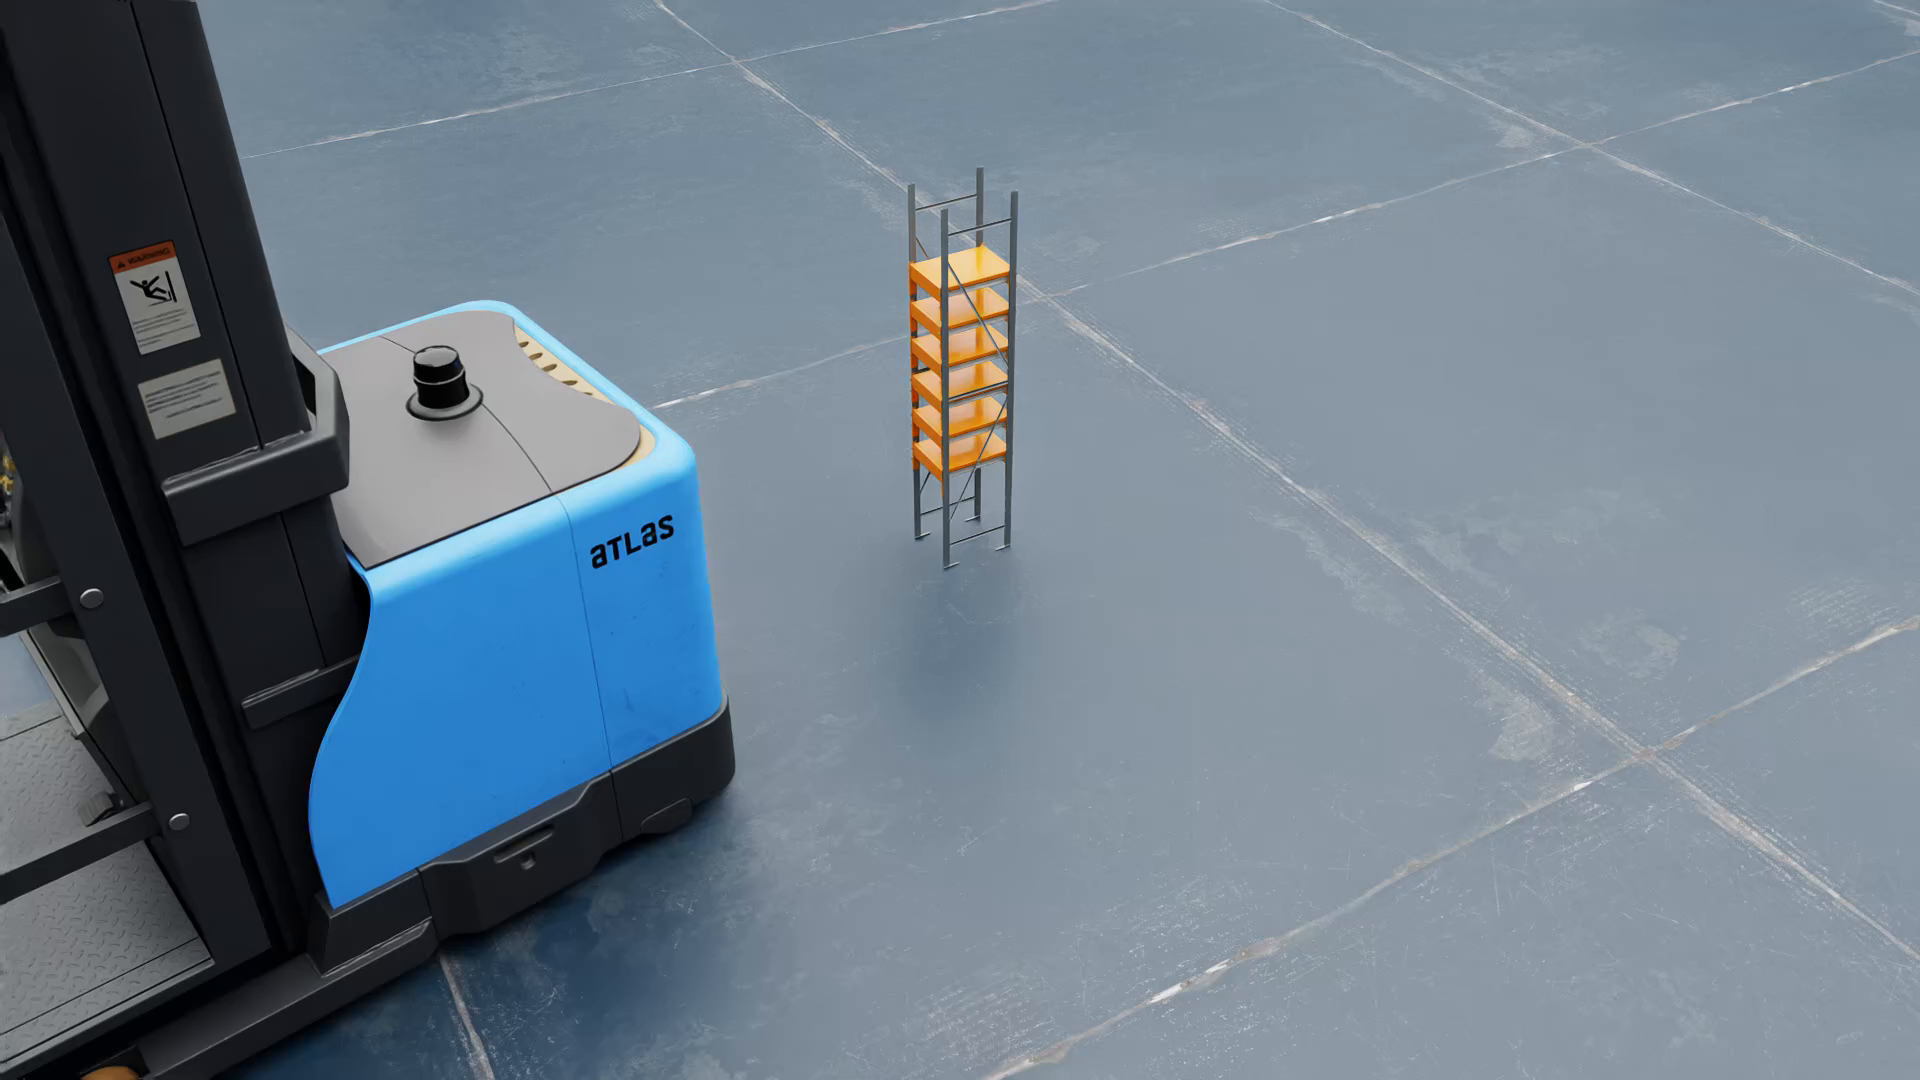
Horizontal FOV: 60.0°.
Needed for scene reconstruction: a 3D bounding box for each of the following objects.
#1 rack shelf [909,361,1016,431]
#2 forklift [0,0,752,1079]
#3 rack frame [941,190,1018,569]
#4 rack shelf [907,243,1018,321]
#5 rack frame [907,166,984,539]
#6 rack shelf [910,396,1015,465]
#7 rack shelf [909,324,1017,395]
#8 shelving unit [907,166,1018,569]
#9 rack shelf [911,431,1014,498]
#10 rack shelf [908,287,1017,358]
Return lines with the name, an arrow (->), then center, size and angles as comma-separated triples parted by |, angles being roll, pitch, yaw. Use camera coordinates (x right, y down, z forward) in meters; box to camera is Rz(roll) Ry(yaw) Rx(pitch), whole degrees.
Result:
rack shelf -> 0.007, -0.441, 4.912 | 0.258, 0.103, 0.180 | -19, 40, -24
forklift -> -2.001, -0.207, 3.049 | 3.031, 2.935, 1.130 | -26, 43, -31
rack frame -> 0.053, -0.430, 4.822 | 0.240, 1.200, 0.006 | -19, 40, -24
rack shelf -> 0.007, -0.732, 4.700 | 0.258, 0.103, 0.180 | -19, 40, -24
rack frame -> -0.039, -0.524, 4.950 | 0.240, 1.200, 0.006 | -19, 40, -24
rack shelf -> 0.007, -0.344, 4.983 | 0.258, 0.103, 0.180 | -19, 40, -24
rack shelf -> 0.007, -0.538, 4.841 | 0.258, 0.103, 0.180 | -19, 40, -24
shelving unit -> 0.007, -0.477, 4.886 | 0.258, 1.200, 0.189 | -19, 40, -24
rack shelf -> 0.007, -0.247, 5.054 | 0.258, 0.103, 0.180 | -19, 40, -24
rack shelf -> 0.007, -0.635, 4.771 | 0.258, 0.103, 0.180 | -19, 40, -24
